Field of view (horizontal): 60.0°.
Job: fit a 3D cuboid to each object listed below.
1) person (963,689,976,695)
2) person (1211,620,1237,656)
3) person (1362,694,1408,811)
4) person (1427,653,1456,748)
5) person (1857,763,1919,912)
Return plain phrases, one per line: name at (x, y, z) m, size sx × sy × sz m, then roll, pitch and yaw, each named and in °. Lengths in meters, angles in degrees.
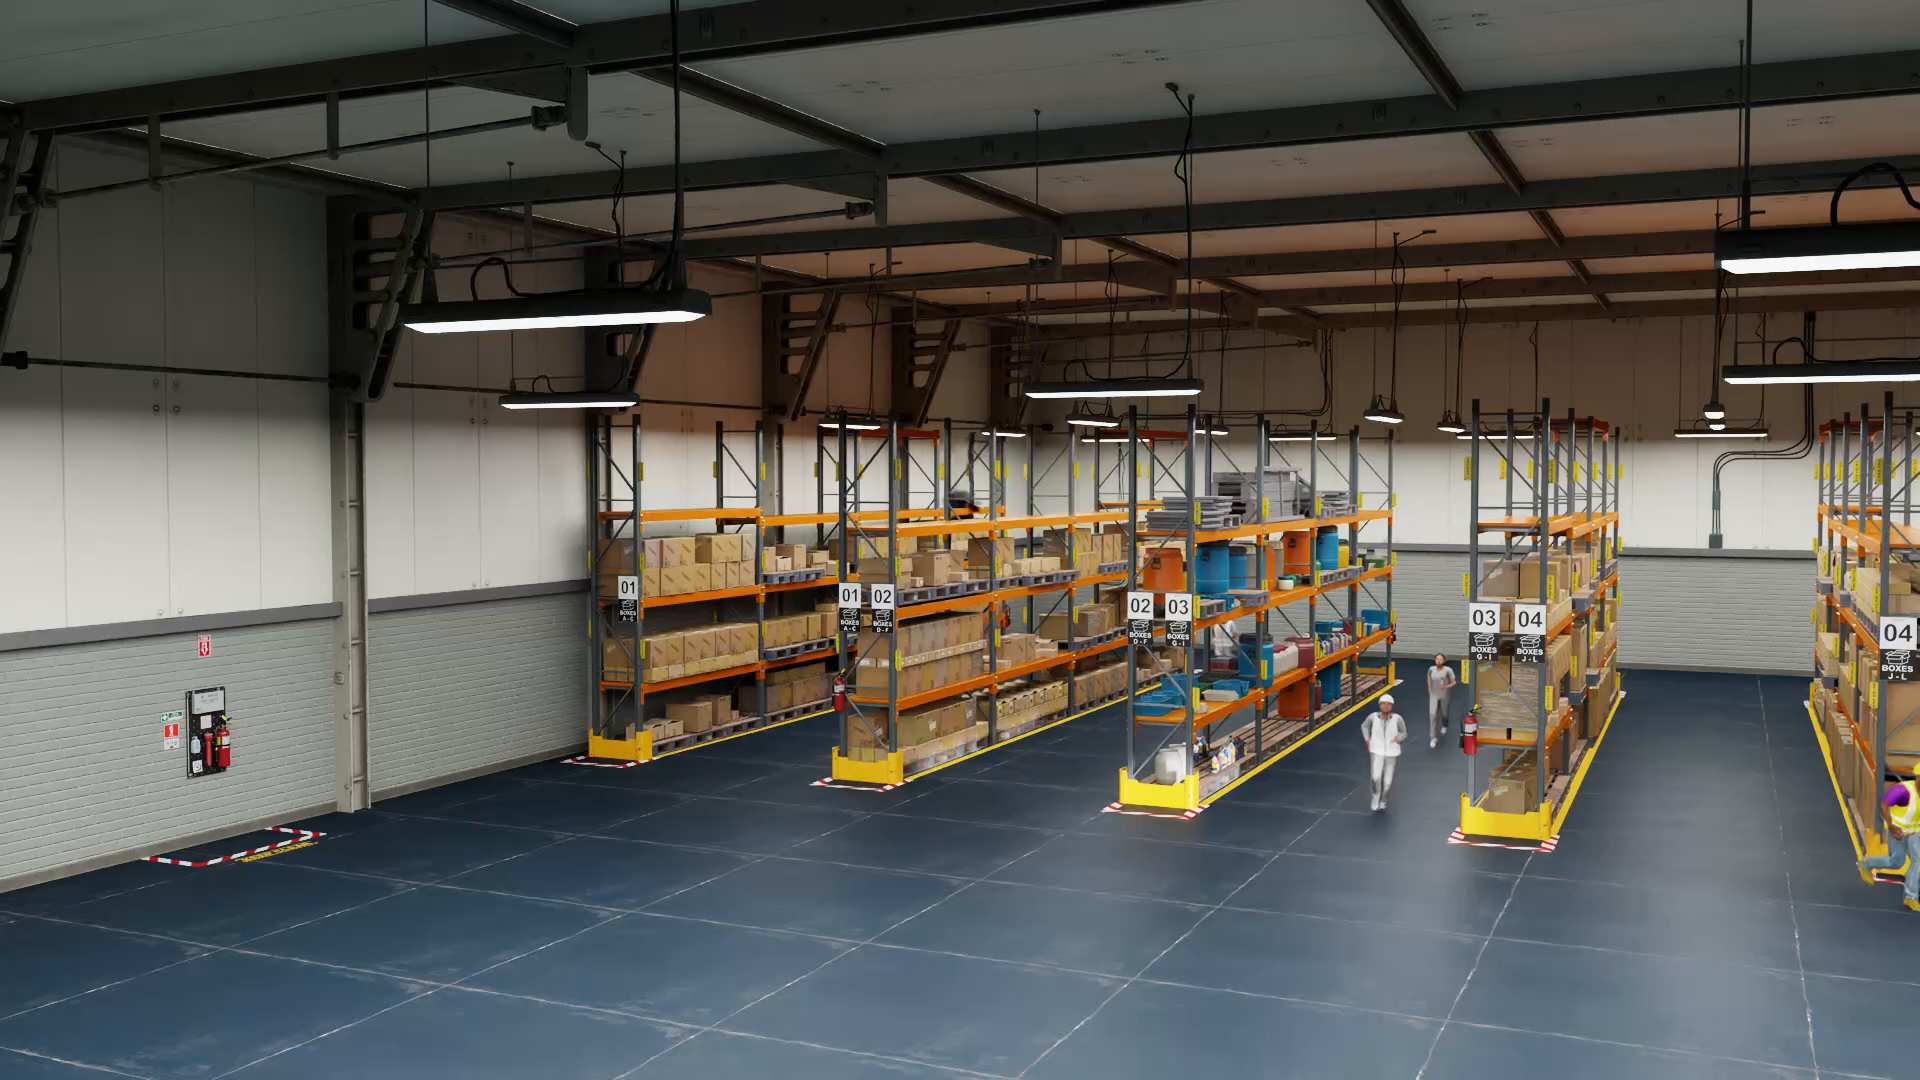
person at (0.125, 2.624, 36.260) m, size 0.703 × 1.730 × 0.650 m, roll 1°, pitch 3°, yaw 22°
person at (6.199, 2.513, 39.021) m, size 0.620 × 1.816 × 0.935 m, roll 1°, pitch 2°, yaw 16°
person at (6.215, 3.116, 24.335) m, size 0.653 × 1.730 × 0.693 m, roll 0°, pitch 2°, yaw 12°
person at (8.864, 2.913, 30.626) m, size 0.534 × 1.684 × 1.111 m, roll 1°, pitch 3°, yaw 21°
person at (10.885, 3.381, 19.276) m, size 0.710 × 1.710 × 0.985 m, roll -1°, pitch 3°, yaw -24°
